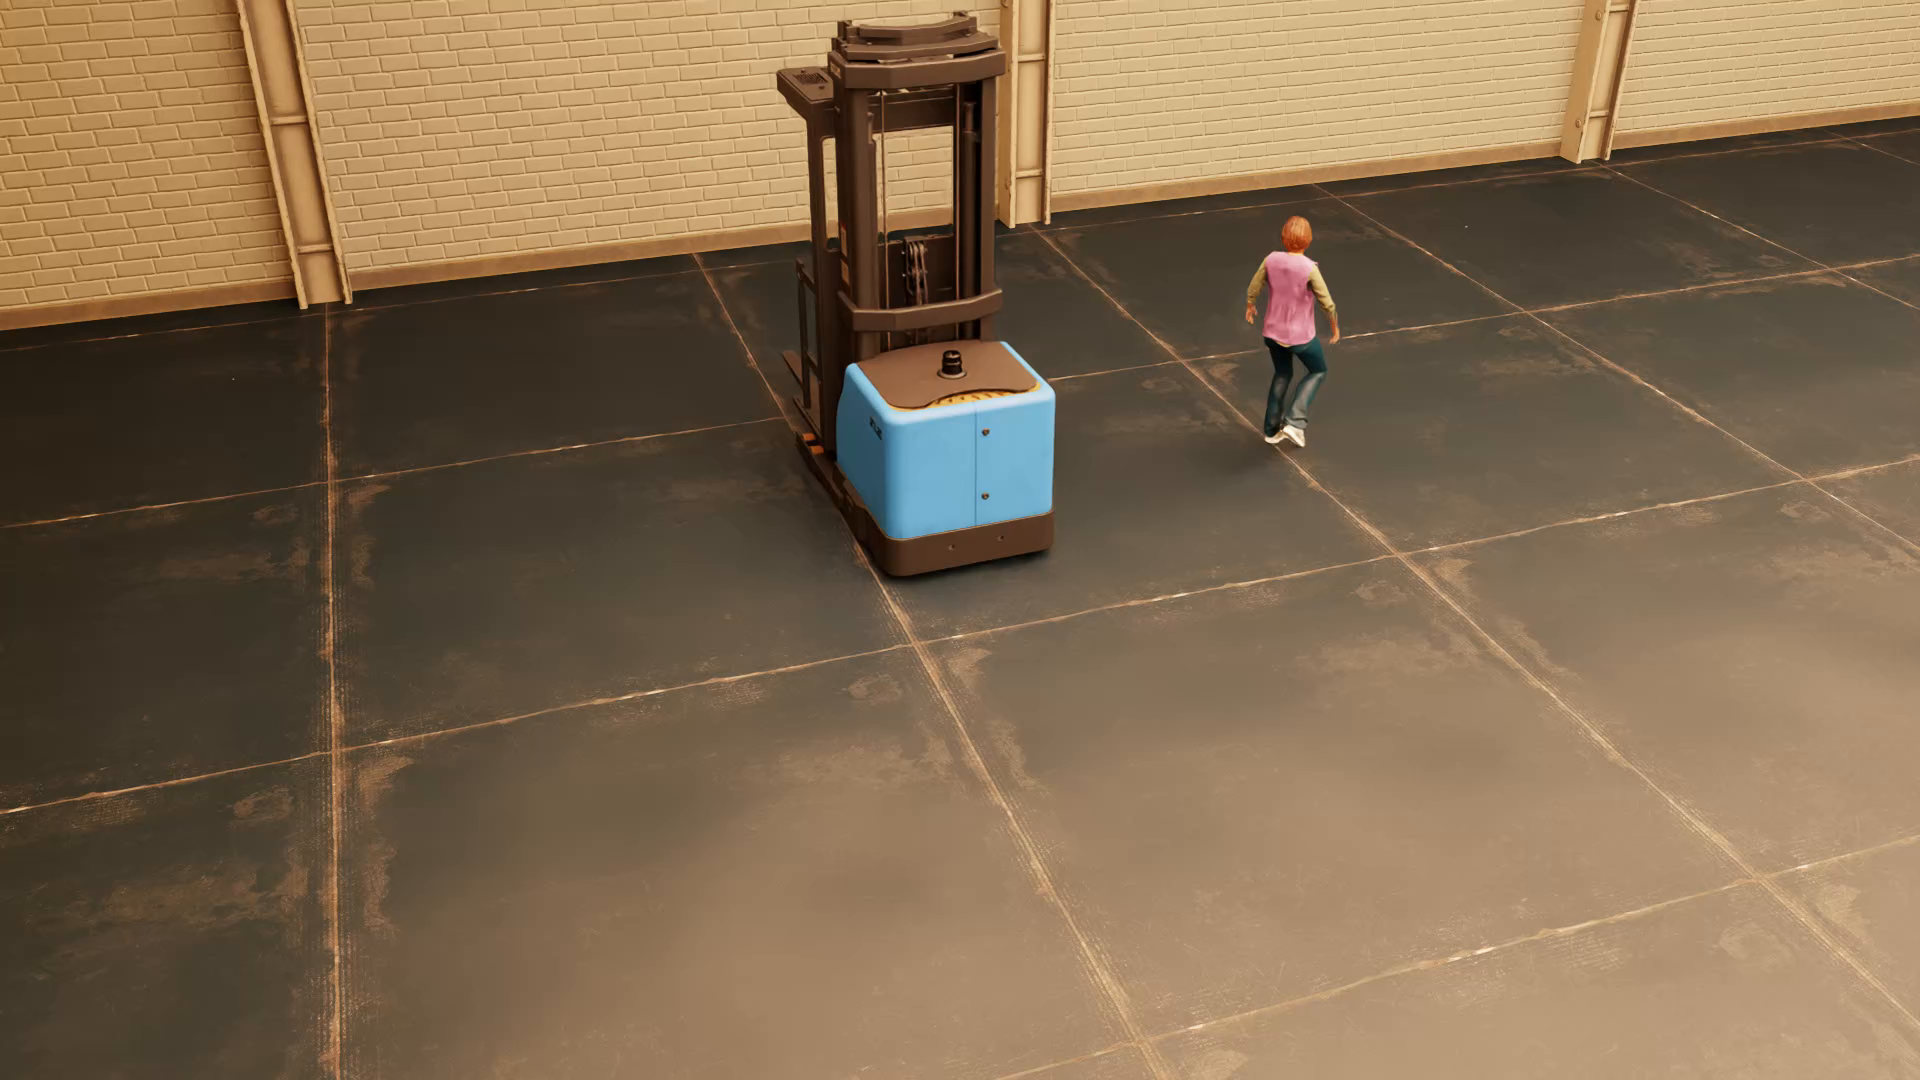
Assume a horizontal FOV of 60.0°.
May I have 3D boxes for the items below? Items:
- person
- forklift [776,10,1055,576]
[{"bbox_3d":[2.137,-1.335,10.836,0.669,1.517,0.411,26,39,37],"label":"person"},{"bbox_3d":[-0.434,-1.783,10.186,1.130,2.935,3.031,-10,32,-18],"label":"forklift"}]
